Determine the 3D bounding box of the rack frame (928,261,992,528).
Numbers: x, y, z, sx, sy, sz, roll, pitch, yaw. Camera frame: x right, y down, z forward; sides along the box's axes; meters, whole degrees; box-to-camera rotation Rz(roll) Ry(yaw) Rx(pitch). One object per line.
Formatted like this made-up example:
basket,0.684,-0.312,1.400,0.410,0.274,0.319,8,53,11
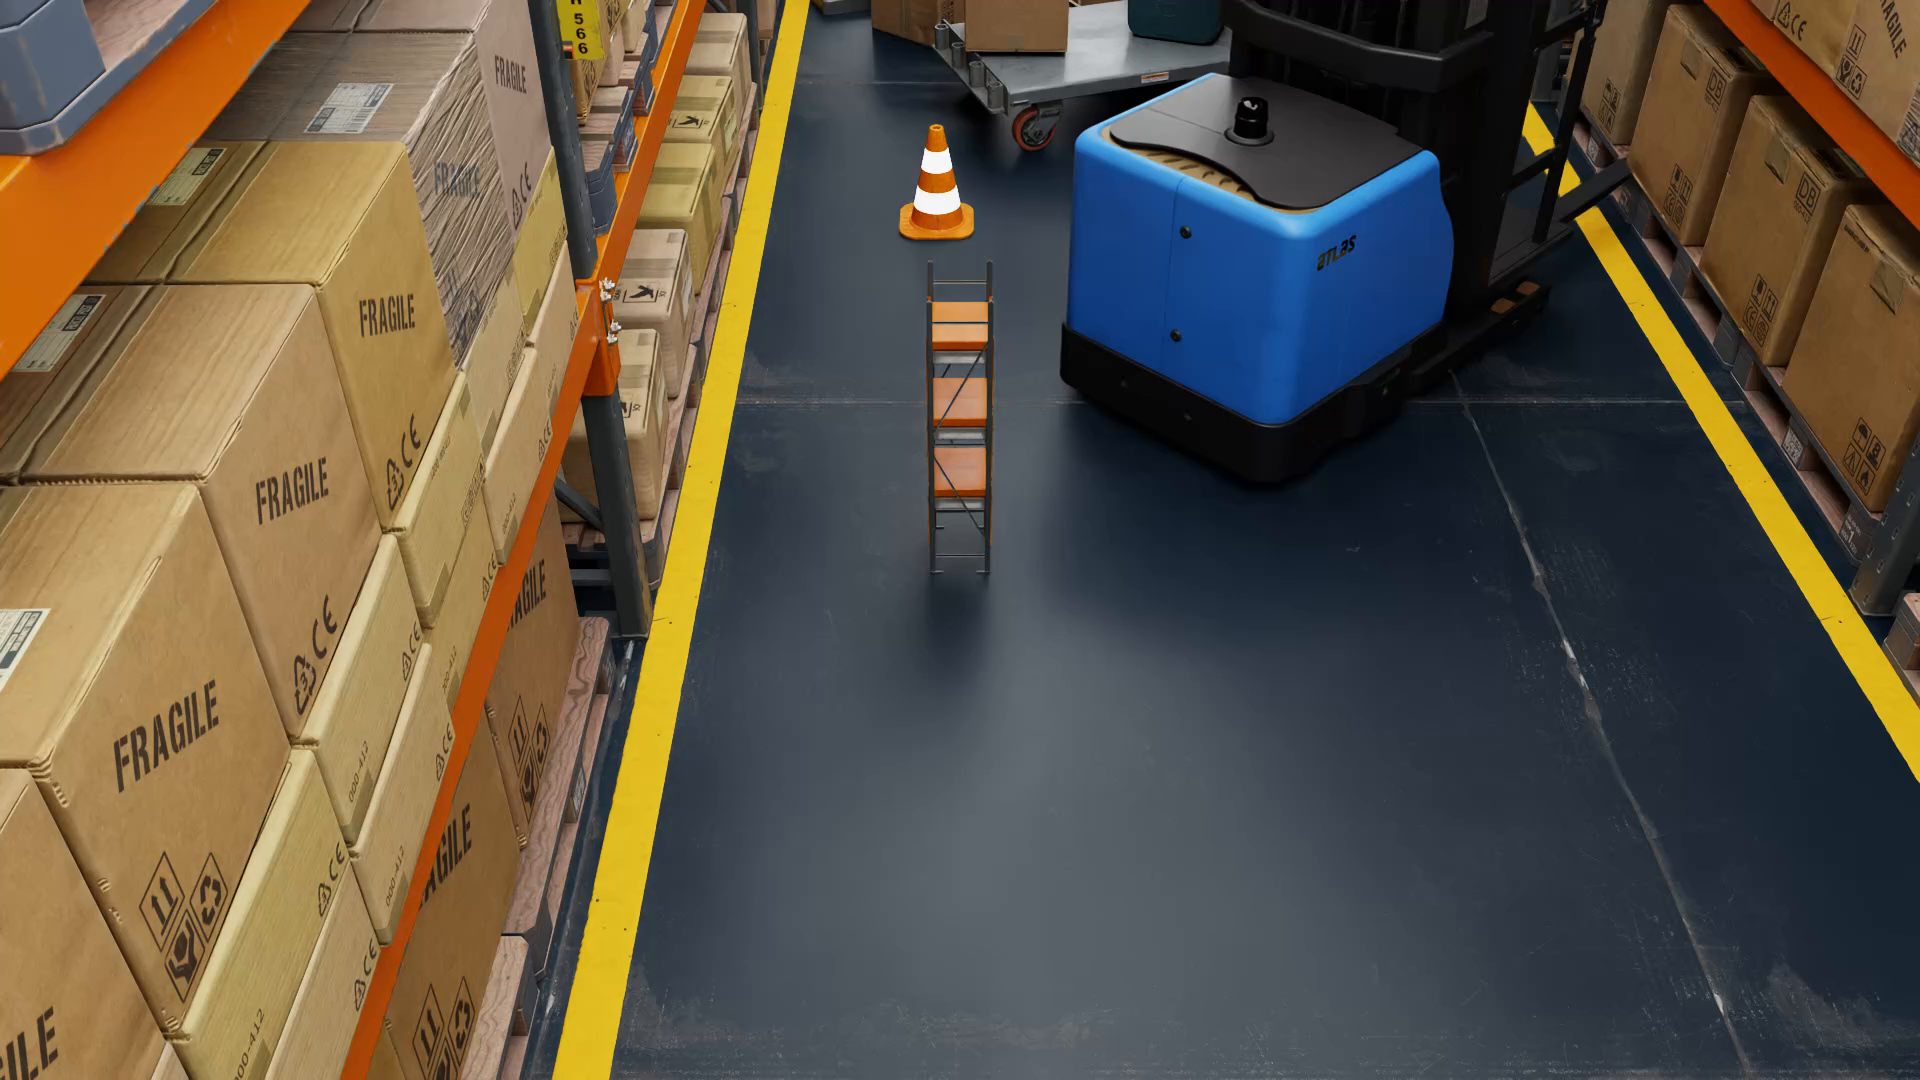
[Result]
rack frame,0.000,-0.453,5.475,0.200,1.050,0.008,0,39,0

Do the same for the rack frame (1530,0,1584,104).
rack frame,3.443,-3.455,7.663,1.000,3.000,0.127,0,39,0

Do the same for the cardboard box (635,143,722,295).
cardboard box,-1.497,-1.315,6.757,0.950,0.372,0.625,1,39,1

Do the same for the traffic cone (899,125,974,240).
traffic cone,-0.106,-1.624,7.407,0.336,0.463,0.334,0,39,0

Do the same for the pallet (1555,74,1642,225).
pallet,3.519,-1.885,7.933,1.003,0.211,1.213,0,39,0

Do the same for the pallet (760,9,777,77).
pallet,-1.543,-2.720,8.976,1.003,0.211,1.213,0,39,0

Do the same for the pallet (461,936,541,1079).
pallet,-1.578,1.455,3.765,1.003,0.211,1.213,0,39,0

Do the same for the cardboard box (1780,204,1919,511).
cardboard box,3.537,-0.621,5.589,1.050,0.750,0.750,-1,39,-1

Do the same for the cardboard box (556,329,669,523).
cardboard box,-1.493,-0.379,5.590,0.950,0.372,0.625,-2,39,-3

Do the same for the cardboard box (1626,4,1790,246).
cardboard box,3.531,-1.750,6.998,1.050,0.750,0.750,0,39,0

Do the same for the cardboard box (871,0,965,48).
cardboard box,-0.148,-3.085,9.198,0.500,0.500,0.500,28,46,30

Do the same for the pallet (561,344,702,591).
pallet,-1.502,-0.288,5.940,1.003,0.211,1.213,0,39,0

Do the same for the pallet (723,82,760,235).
pallet,-1.505,-1.814,7.844,1.003,0.211,1.213,0,39,0

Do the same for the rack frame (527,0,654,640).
rack frame,-1.502,-0.887,4.458,1.000,3.000,0.127,0,39,0

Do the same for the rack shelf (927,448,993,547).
rack shelf,0.000,-0.151,5.560,0.215,0.259,0.240,0,39,0

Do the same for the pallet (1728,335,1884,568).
pallet,3.522,-0.359,6.029,1.003,0.211,1.213,0,39,0

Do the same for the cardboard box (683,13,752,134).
cardboard box,-1.504,-2.199,7.861,0.950,0.372,0.625,0,39,1

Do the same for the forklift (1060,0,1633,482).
forklift,1.786,-2.163,6.105,3.031,2.935,1.130,-32,49,-33

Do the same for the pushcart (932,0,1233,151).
pushcart,0.773,-2.398,8.441,1.648,0.377,0.936,-13,40,-16

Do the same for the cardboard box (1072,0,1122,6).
cardboard box,1.031,-3.287,9.341,0.797,0.637,0.503,0,39,0

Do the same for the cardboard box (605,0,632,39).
cardboard box,-1.279,-1.814,4.961,0.500,0.500,0.500,2,39,2

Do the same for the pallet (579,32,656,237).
pallet,-1.610,-1.258,5.074,1.213,0.211,1.003,0,39,0

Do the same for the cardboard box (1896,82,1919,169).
cardboard box,3.178,-1.274,4.862,0.500,0.500,0.500,0,39,0

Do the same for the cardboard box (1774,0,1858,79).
cardboard box,3.179,-1.899,5.641,0.500,0.500,0.500,-1,39,-1

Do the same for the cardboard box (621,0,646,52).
cardboard box,-1.217,-1.676,5.308,0.380,0.149,0.250,0,39,0

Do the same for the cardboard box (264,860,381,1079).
cardboard box,-1.221,0.753,2.531,0.500,0.250,0.500,0,39,0

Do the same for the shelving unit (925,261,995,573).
shelving unit,0.000,-0.376,5.380,0.215,1.050,0.252,0,39,0

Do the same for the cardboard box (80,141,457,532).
cardboard box,-1.237,-0.362,2.923,0.500,0.500,0.500,0,39,0

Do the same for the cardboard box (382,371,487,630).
cardboard box,-1.222,-0.080,3.172,0.500,0.250,0.500,-1,39,-1

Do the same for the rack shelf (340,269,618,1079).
rack shelf,-1.500,0.644,3.123,1.077,0.370,4.000,0,39,0

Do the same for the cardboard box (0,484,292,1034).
cardboard box,-1.237,0.278,2.125,0.500,0.500,0.500,-1,39,-1

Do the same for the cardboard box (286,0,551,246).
cardboard box,-1.240,-0.993,3.711,0.500,0.500,0.500,-1,39,-1

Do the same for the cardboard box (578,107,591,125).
cardboard box,-1.284,-1.333,4.880,0.380,0.149,0.250,-2,39,-3

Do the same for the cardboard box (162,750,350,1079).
cardboard box,-1.219,0.561,2.372,0.500,0.250,0.500,0,39,1

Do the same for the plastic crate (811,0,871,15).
plastic crate,-0.689,-3.232,9.719,0.402,0.080,0.583,-13,40,-16

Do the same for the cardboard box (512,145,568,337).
cardboard box,-1.248,-0.721,3.971,0.500,0.250,0.500,0,39,0

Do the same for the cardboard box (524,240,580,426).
cardboard box,-1.242,-0.513,4.111,0.500,0.250,0.500,-1,39,-2

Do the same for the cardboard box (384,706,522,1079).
cardboard box,-1.588,0.768,3.756,0.875,0.875,0.875,0,39,1

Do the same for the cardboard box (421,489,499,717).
cardboard box,-1.241,0.122,3.319,0.500,0.250,0.500,0,39,-1
